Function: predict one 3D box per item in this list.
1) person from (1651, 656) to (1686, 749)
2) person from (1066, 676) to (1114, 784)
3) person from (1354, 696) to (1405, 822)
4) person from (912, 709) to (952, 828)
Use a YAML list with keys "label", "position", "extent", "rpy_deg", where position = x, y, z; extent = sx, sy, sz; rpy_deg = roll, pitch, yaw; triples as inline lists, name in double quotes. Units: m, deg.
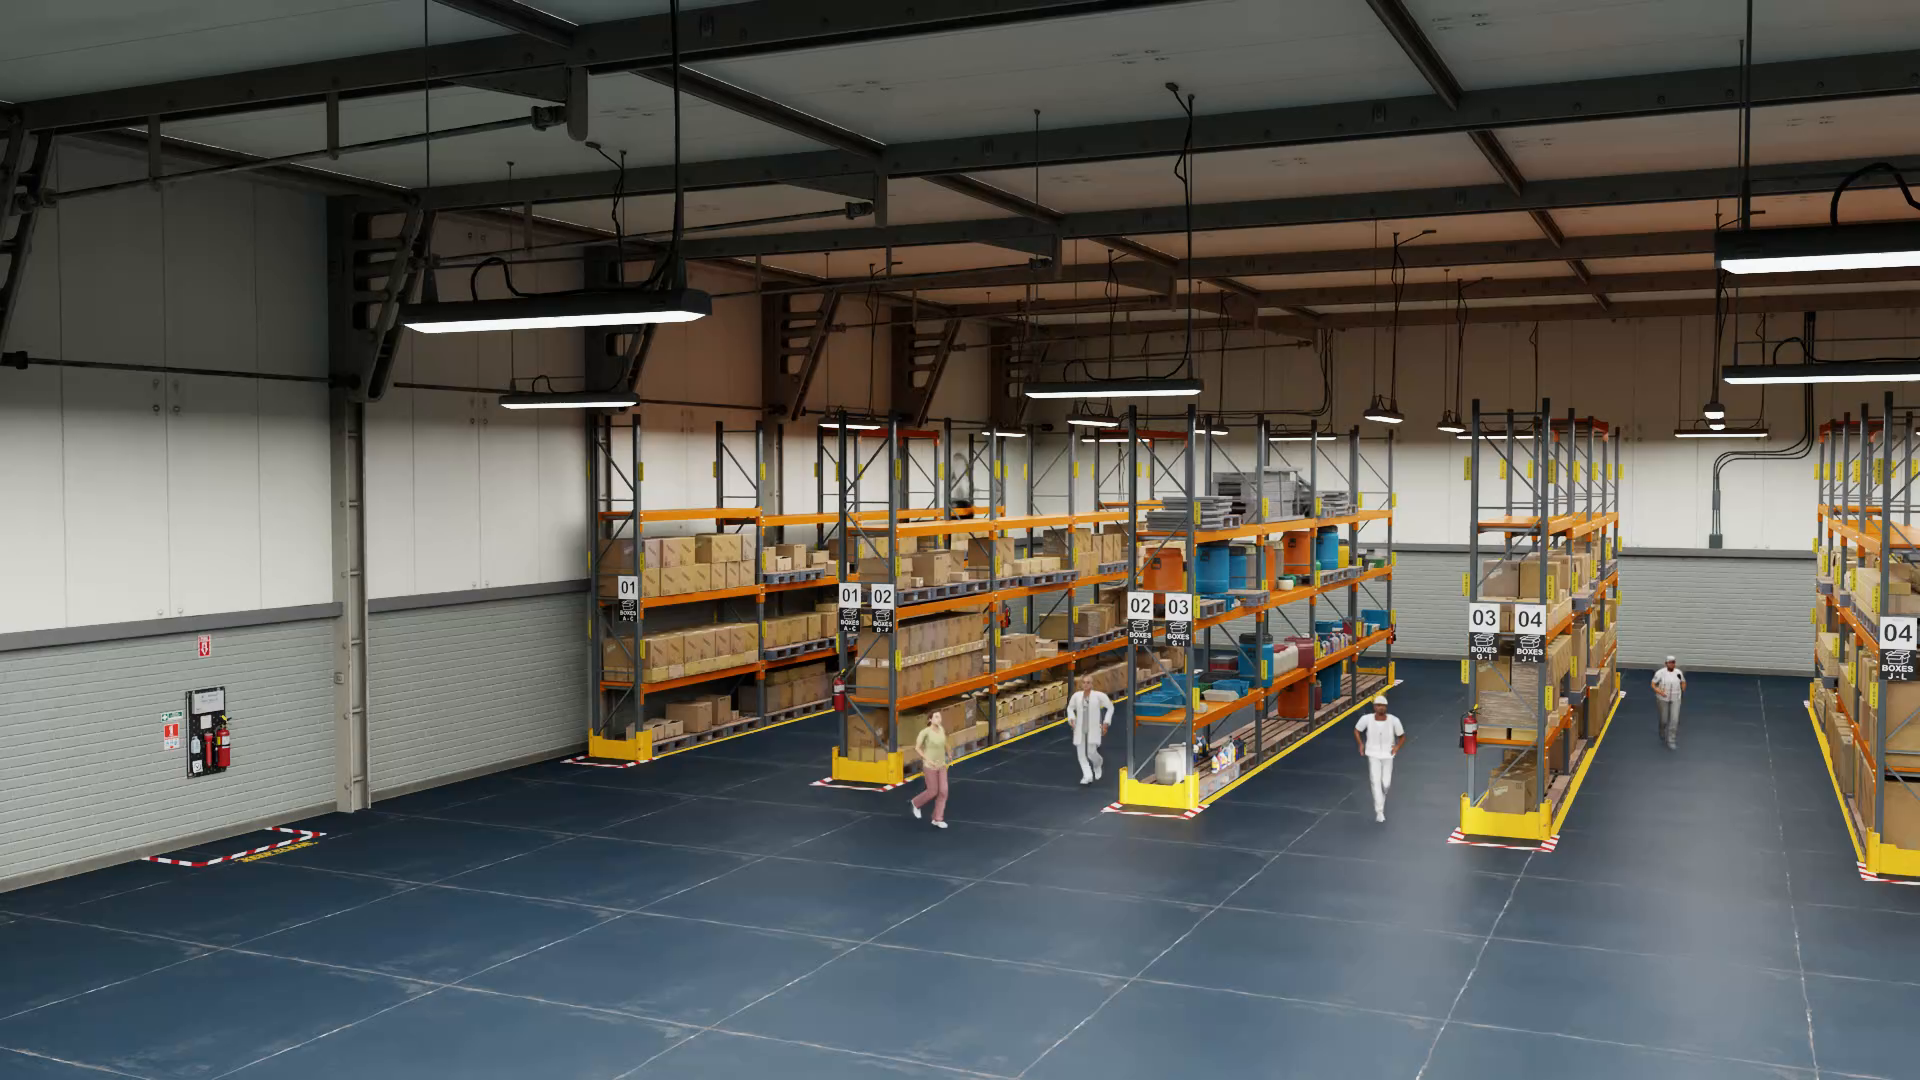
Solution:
- label: "person"
  position: [12.945, 2.938, 30.366]
  extent: [0.611, 1.665, 0.816]
  rpy_deg: [1, 2, 16]
- label: "person"
  position: [2.051, 3.035, 26.567]
  extent: [0.759, 1.729, 0.644]
  rpy_deg: [1, 3, 21]
- label: "person"
  position: [6.090, 3.138, 24.123]
  extent: [0.712, 1.767, 0.924]
  rpy_deg: [0, 2, 9]
- label: "person"
  position: [-0.399, 3.215, 23.580]
  extent: [0.573, 1.655, 0.685]
  rpy_deg: [-2, 3, -39]
